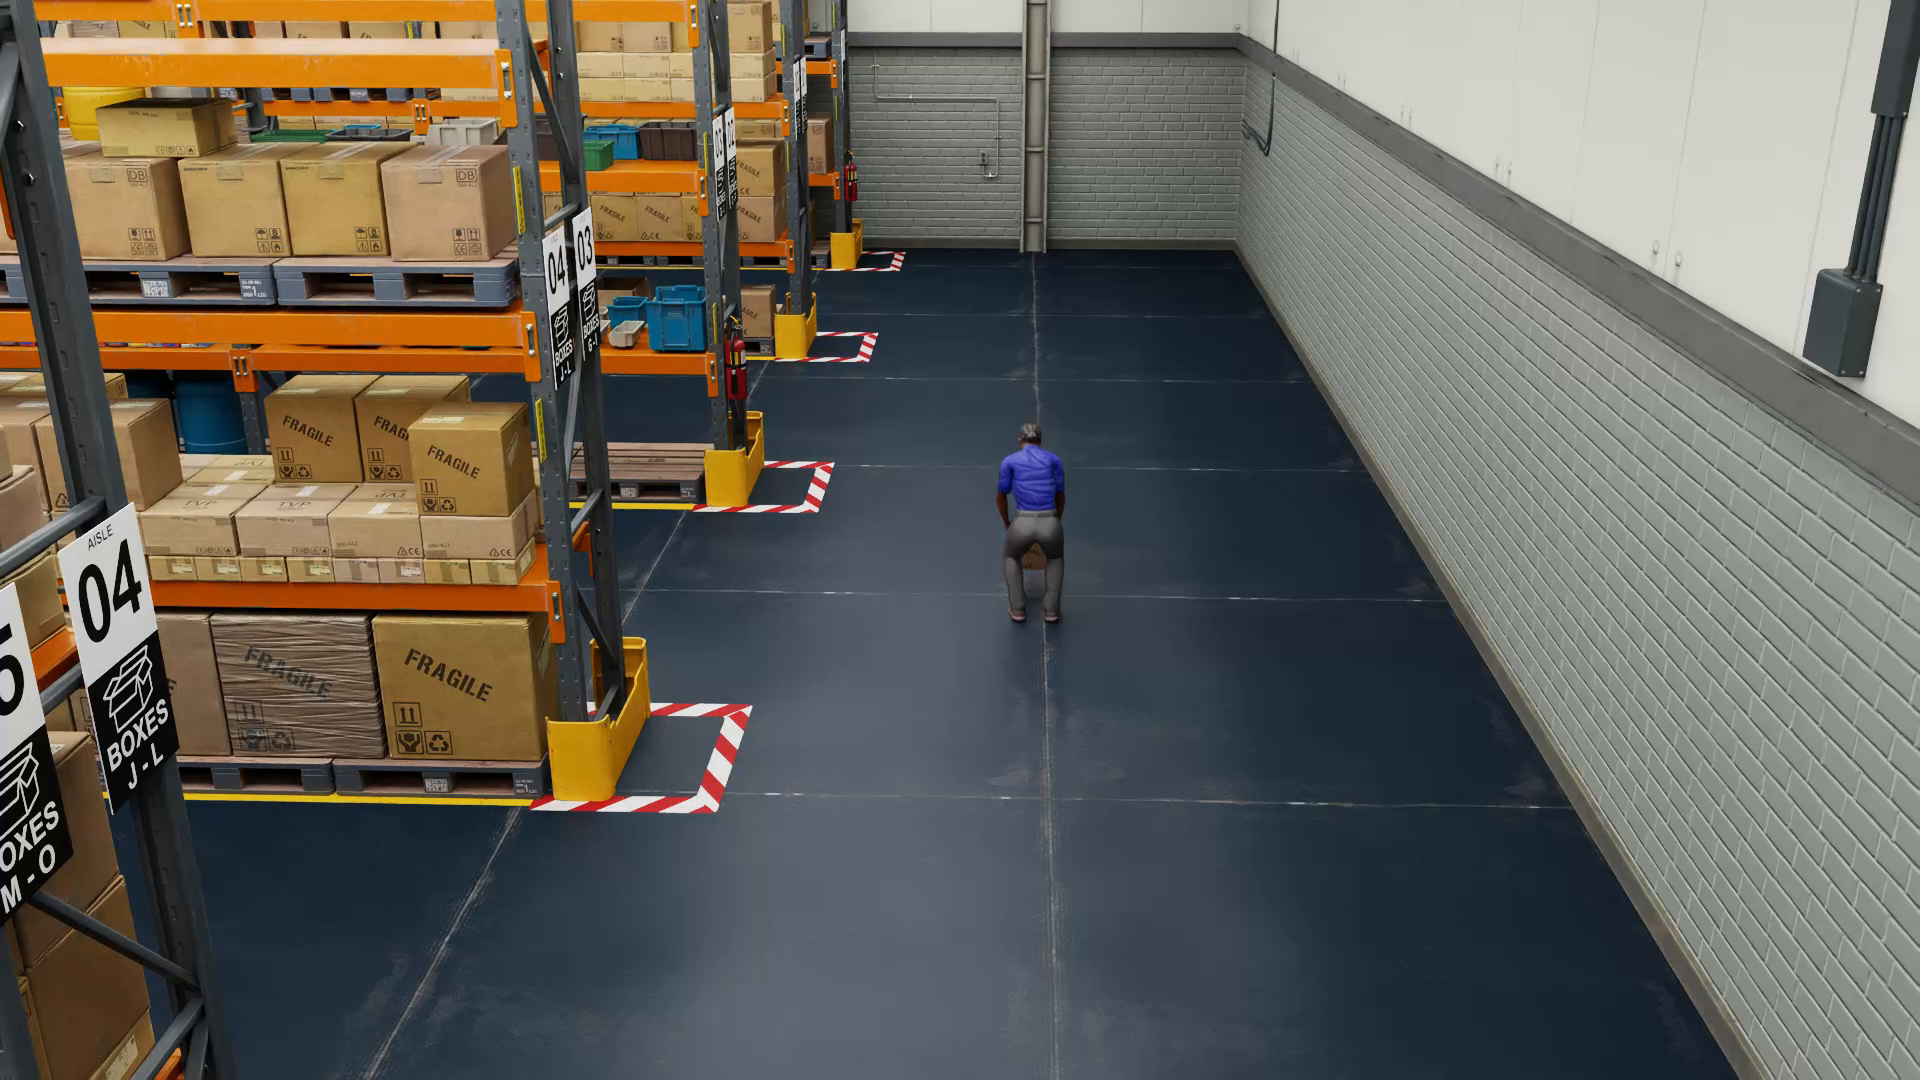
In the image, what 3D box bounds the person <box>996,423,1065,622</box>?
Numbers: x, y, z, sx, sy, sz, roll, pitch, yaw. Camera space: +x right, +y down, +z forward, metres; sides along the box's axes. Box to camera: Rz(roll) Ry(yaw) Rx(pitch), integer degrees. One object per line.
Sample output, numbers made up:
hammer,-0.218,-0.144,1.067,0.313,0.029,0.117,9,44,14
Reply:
person,0.499,-0.107,11.796,0.496,1.364,0.635,1,21,2
